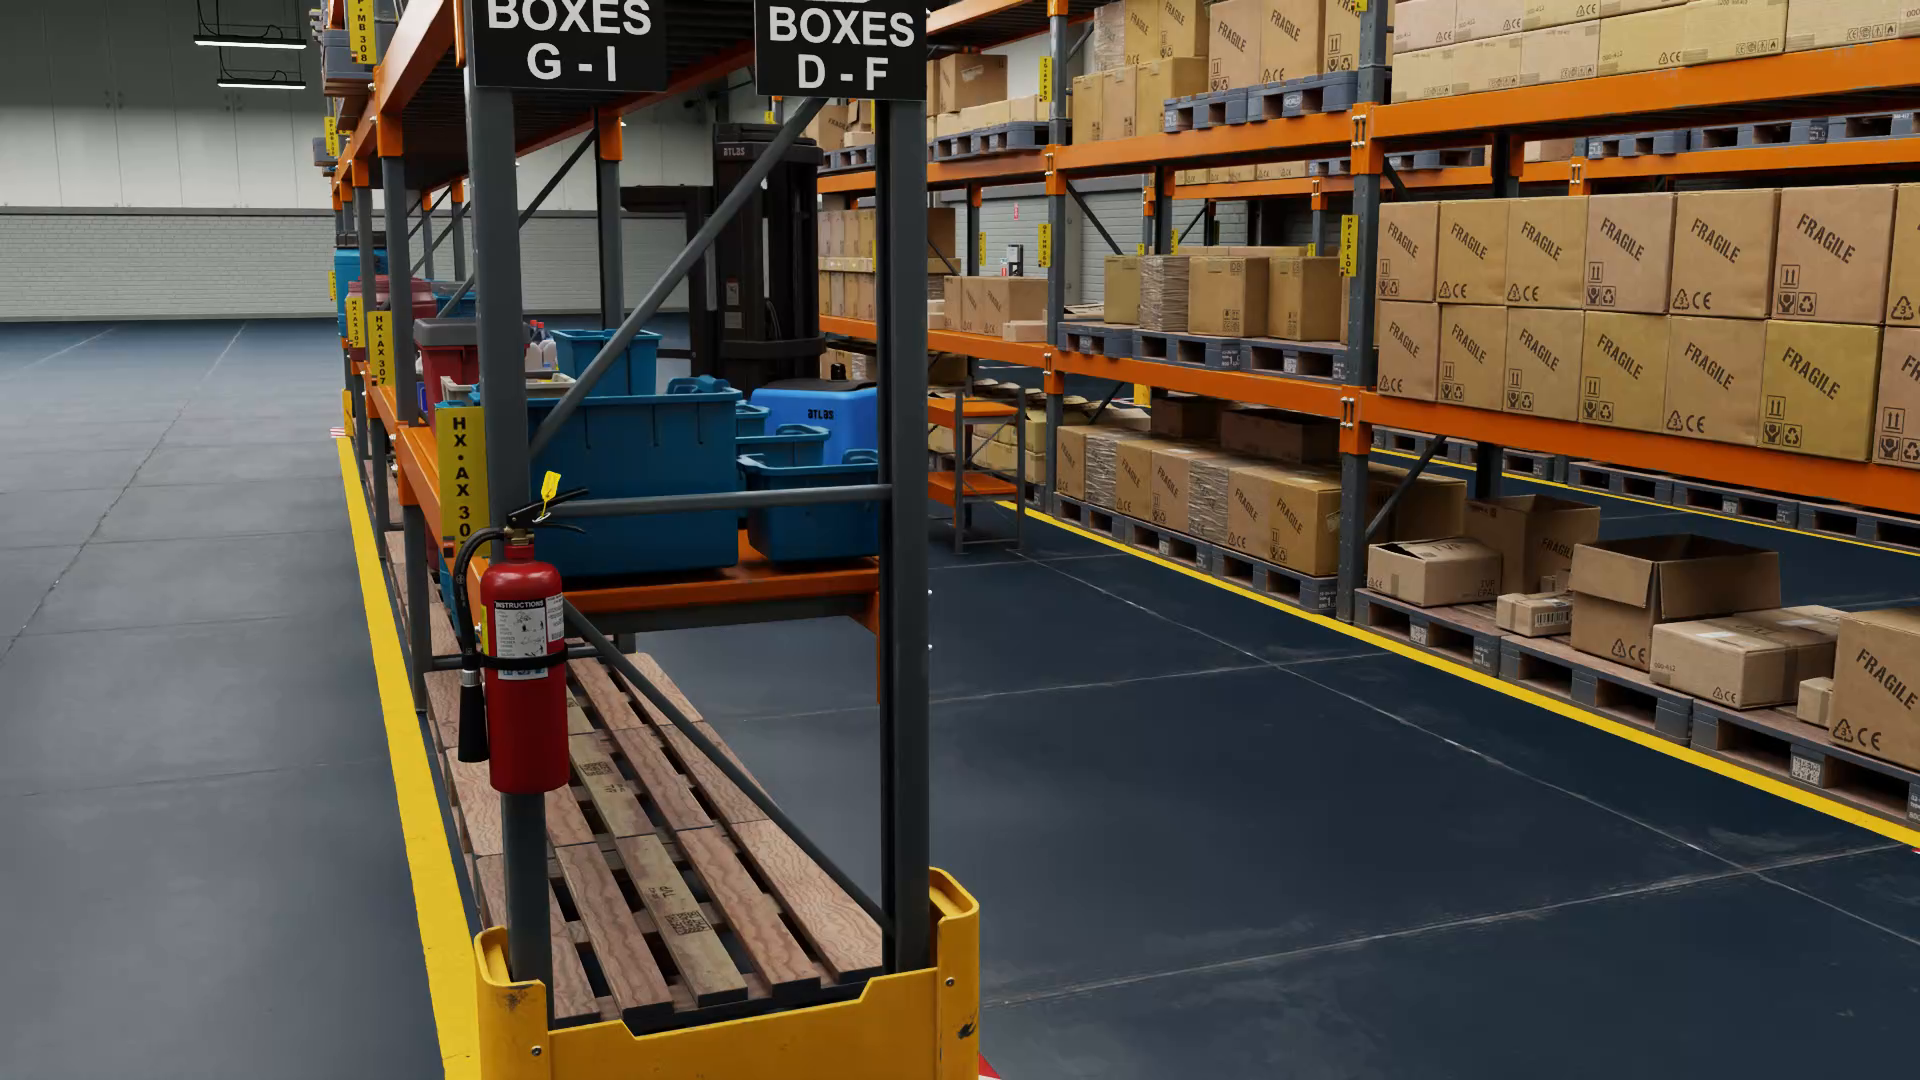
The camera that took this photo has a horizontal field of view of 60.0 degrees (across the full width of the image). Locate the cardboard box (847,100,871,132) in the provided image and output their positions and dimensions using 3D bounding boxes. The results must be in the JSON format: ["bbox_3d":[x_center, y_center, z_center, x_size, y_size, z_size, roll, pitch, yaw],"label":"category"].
[{"bbox_3d":[-0.772,-4.433,17.815,0.797,0.503,0.637,-3,10,-15],"label":"cardboard box"}]

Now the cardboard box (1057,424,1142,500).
[{"bbox_3d":[1.056,-0.593,12.570,0.500,0.500,0.500,-3,11,-18],"label":"cardboard box"}]

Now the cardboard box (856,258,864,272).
[{"bbox_3d":[-0.872,-2.878,17.395,0.380,0.149,0.250,-4,11,-21],"label":"cardboard box"}]

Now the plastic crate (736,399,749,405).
[{"bbox_3d":[-0.930,-0.352,5.641,0.416,0.233,0.300,-4,11,-21],"label":"plastic crate"}]

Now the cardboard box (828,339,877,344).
[{"bbox_3d":[-1.270,-2.159,20.003,0.500,0.500,0.500,-4,11,-21],"label":"cardboard box"}]

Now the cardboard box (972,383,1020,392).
[{"bbox_3d":[0.316,-1.349,15.990,0.500,0.311,0.500,-4,11,-19],"label":"cardboard box"}]

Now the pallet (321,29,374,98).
[{"bbox_3d":[-2.387,-2.238,7.913,1.213,0.211,1.003,-4,11,-21],"label":"pallet"}]

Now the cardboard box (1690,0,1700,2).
[{"bbox_3d":[3.273,-2.274,6.574,0.500,0.250,0.500,-4,11,-21],"label":"cardboard box"}]

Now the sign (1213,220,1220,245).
[{"bbox_3d":[3.398,-4.078,22.072,0.100,0.325,0.005,-4,11,-21],"label":"sign"}]

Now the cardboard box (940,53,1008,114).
[{"bbox_3d":[0.122,-4.137,15.133,0.500,0.500,0.500,-3,10,-15],"label":"cardboard box"}]

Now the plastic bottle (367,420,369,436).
[{"bbox_3d":[-5.797,-1.126,16.421,0.097,0.201,0.097,0,10,0],"label":"plastic bottle"}]

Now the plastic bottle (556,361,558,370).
[{"bbox_3d":[-1.851,-0.793,7.955,0.144,0.351,0.185,-4,11,-21],"label":"plastic bottle"}]

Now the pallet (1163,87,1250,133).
[{"bbox_3d":[2.057,-2.711,10.567,1.213,0.211,1.003,-4,11,-21],"label":"pallet"}]

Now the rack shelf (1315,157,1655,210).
[{"bbox_3d":[5.048,-3.464,16.316,1.077,0.370,4.000,-4,11,-21],"label":"rack shelf"}]

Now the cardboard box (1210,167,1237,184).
[{"bbox_3d":[3.329,-4.525,19.887,0.500,0.500,0.500,-3,11,-17],"label":"cardboard box"}]

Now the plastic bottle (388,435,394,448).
[{"bbox_3d":[-5.278,-1.047,15.549,0.144,0.351,0.185,-4,11,-21],"label":"plastic bottle"}]

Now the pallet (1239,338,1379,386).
[{"bbox_3d":[2.419,-1.089,10.028,1.003,0.211,1.213,-4,11,-21],"label":"pallet"}]

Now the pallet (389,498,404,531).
[{"bbox_3d":[-3.705,-0.142,12.114,1.003,0.211,1.213,-4,11,-21],"label":"pallet"}]

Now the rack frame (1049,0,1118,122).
[{"bbox_3d":[1.157,-4.653,12.384,1.000,3.000,0.127,-4,11,-21],"label":"rack frame"}]

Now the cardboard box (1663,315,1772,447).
[{"bbox_3d":[3.273,-0.665,6.808,0.500,0.500,0.500,-4,11,-20],"label":"cardboard box"}]

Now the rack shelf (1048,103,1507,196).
[{"bbox_3d":[1.882,-2.496,10.874,1.077,0.370,4.000,-4,11,-21],"label":"rack shelf"}]

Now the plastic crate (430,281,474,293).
[{"bbox_3d":[-4.450,-2.011,14.475,0.402,0.464,0.583,-4,11,-21],"label":"plastic crate"}]

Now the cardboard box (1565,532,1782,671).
[{"bbox_3d":[3.292,0.272,7.697,0.797,0.503,0.637,-4,11,-21],"label":"cardboard box"}]

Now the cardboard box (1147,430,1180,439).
[{"bbox_3d":[1.715,-0.548,12.315,0.500,0.500,0.500,-3,11,-19],"label":"cardboard box"}]

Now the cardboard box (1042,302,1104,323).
[{"bbox_3d":[1.014,-1.814,13.807,0.500,0.311,0.500,-4,11,-22],"label":"cardboard box"}]

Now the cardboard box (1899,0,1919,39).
[{"bbox_3d":[3.624,-1.864,5.696,0.500,0.250,0.500,-4,11,-21],"label":"cardboard box"}]

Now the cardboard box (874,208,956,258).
[{"bbox_3d":[-0.459,-3.112,16.862,0.700,0.500,0.500,-4,11,-21],"label":"cardboard box"}]

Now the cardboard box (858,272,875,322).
[{"bbox_3d":[-0.656,-2.559,17.458,0.700,0.500,0.500,-4,11,-21],"label":"cardboard box"}]

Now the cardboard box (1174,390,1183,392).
[{"bbox_3d":[3.041,-2.094,21.551,0.500,0.311,0.500,-5,11,-27],"label":"cardboard box"}]

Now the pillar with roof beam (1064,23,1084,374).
[{"bbox_3d":[-2.253,-6.921,25.132,9.100,9.000,0.400,-4,11,-21],"label":"pillar with roof beam"}]

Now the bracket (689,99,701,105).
[{"bbox_3d":[-8.064,-13.219,50.262,0.076,0.066,3.189,-4,11,-21],"label":"bracket"}]

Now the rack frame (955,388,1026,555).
[{"bbox_3d":[0.207,-0.467,11.332,0.500,1.125,0.032,-4,11,-20],"label":"rack frame"}]

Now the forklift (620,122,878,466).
[{"bbox_3d":[-1.875,-1.597,12.526,3.031,2.935,1.130,5,11,27],"label":"forklift"}]

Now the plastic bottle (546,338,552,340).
[{"bbox_3d":[-2.295,-0.995,9.315,0.097,0.271,0.097,0,10,0],"label":"plastic bottle"}]

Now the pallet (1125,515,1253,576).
[{"bbox_3d":[1.831,-0.003,11.337,1.003,0.211,1.213,-4,11,-21],"label":"pallet"}]

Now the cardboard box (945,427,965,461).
[{"bbox_3d":[0.181,-0.873,14.914,0.500,0.250,0.500,-4,11,-20],"label":"cardboard box"}]

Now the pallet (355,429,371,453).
[{"bbox_3d":[-5.561,-0.977,16.813,1.003,0.211,1.213,-4,11,-21],"label":"pallet"}]

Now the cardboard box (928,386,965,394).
[{"bbox_3d":[-0.198,-1.316,15.805,0.500,0.311,0.500,-4,11,-22],"label":"cardboard box"}]

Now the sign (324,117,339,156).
[{"bbox_3d":[-5.427,-3.487,14.366,0.100,0.325,0.005,-4,11,-21],"label":"sign"}]

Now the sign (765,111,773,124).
[{"bbox_3d":[-2.261,-4.917,19.712,0.100,0.325,0.005,-4,11,-21],"label":"sign"}]

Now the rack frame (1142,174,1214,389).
[{"bbox_3d":[2.874,-3.320,22.021,1.000,3.000,0.127,-4,11,-21],"label":"rack frame"}]

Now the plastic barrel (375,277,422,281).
[{"bbox_3d":[-4.345,-1.745,12.778,0.433,0.535,0.433,0,10,0],"label":"plastic barrel"}]

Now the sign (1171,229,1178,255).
[{"bbox_3d":[1.660,-2.267,13.017,0.100,0.325,0.005,-4,11,-21],"label":"sign"}]

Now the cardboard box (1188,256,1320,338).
[{"bbox_3d":[1.909,-1.587,10.792,0.700,0.500,0.500,-7,12,-35],"label":"cardboard box"}]

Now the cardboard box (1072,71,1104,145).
[{"bbox_3d":[1.347,-3.156,12.249,0.910,0.500,0.500,-4,11,-21],"label":"cardboard box"}]

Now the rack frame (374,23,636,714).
[{"bbox_3d":[-2.011,-0.733,7.475,1.000,3.000,0.127,-4,11,-21],"label":"rack frame"}]

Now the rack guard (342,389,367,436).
[{"bbox_3d":[-6.289,-1.451,18.652,1.175,0.500,0.348,-4,11,-21],"label":"rack guard"}]

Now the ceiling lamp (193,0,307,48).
[{"bbox_3d":[-13.701,-11.087,31.886,2.000,3.185,0.800,-4,11,-21],"label":"ceiling lamp"}]

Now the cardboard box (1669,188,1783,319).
[{"bbox_3d":[3.262,-1.157,6.720,0.500,0.500,0.500,-4,11,-19],"label":"cardboard box"}]

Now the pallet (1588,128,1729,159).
[{"bbox_3d":[6.056,-3.297,13.862,1.213,0.211,1.003,-3,11,-18],"label":"pallet"}]

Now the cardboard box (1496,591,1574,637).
[{"bbox_3d":[2.880,0.355,8.196,0.380,0.166,0.250,-4,11,-21],"label":"cardboard box"}]

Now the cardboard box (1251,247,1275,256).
[{"bbox_3d":[3.678,-3.111,19.076,0.500,0.500,0.500,-4,11,-21],"label":"cardboard box"}]

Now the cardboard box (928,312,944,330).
[{"bbox_3d":[-0.162,-2.071,15.716,0.380,0.149,0.250,-4,11,-21],"label":"cardboard box"}]

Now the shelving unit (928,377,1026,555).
[{"bbox_3d":[0.029,-0.550,11.800,0.538,1.125,1.048,-4,11,-20],"label":"shelving unit"}]

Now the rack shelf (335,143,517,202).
[{"bbox_3d":[-4.186,-2.835,12.781,1.077,0.370,4.000,-4,11,-21],"label":"rack shelf"}]
